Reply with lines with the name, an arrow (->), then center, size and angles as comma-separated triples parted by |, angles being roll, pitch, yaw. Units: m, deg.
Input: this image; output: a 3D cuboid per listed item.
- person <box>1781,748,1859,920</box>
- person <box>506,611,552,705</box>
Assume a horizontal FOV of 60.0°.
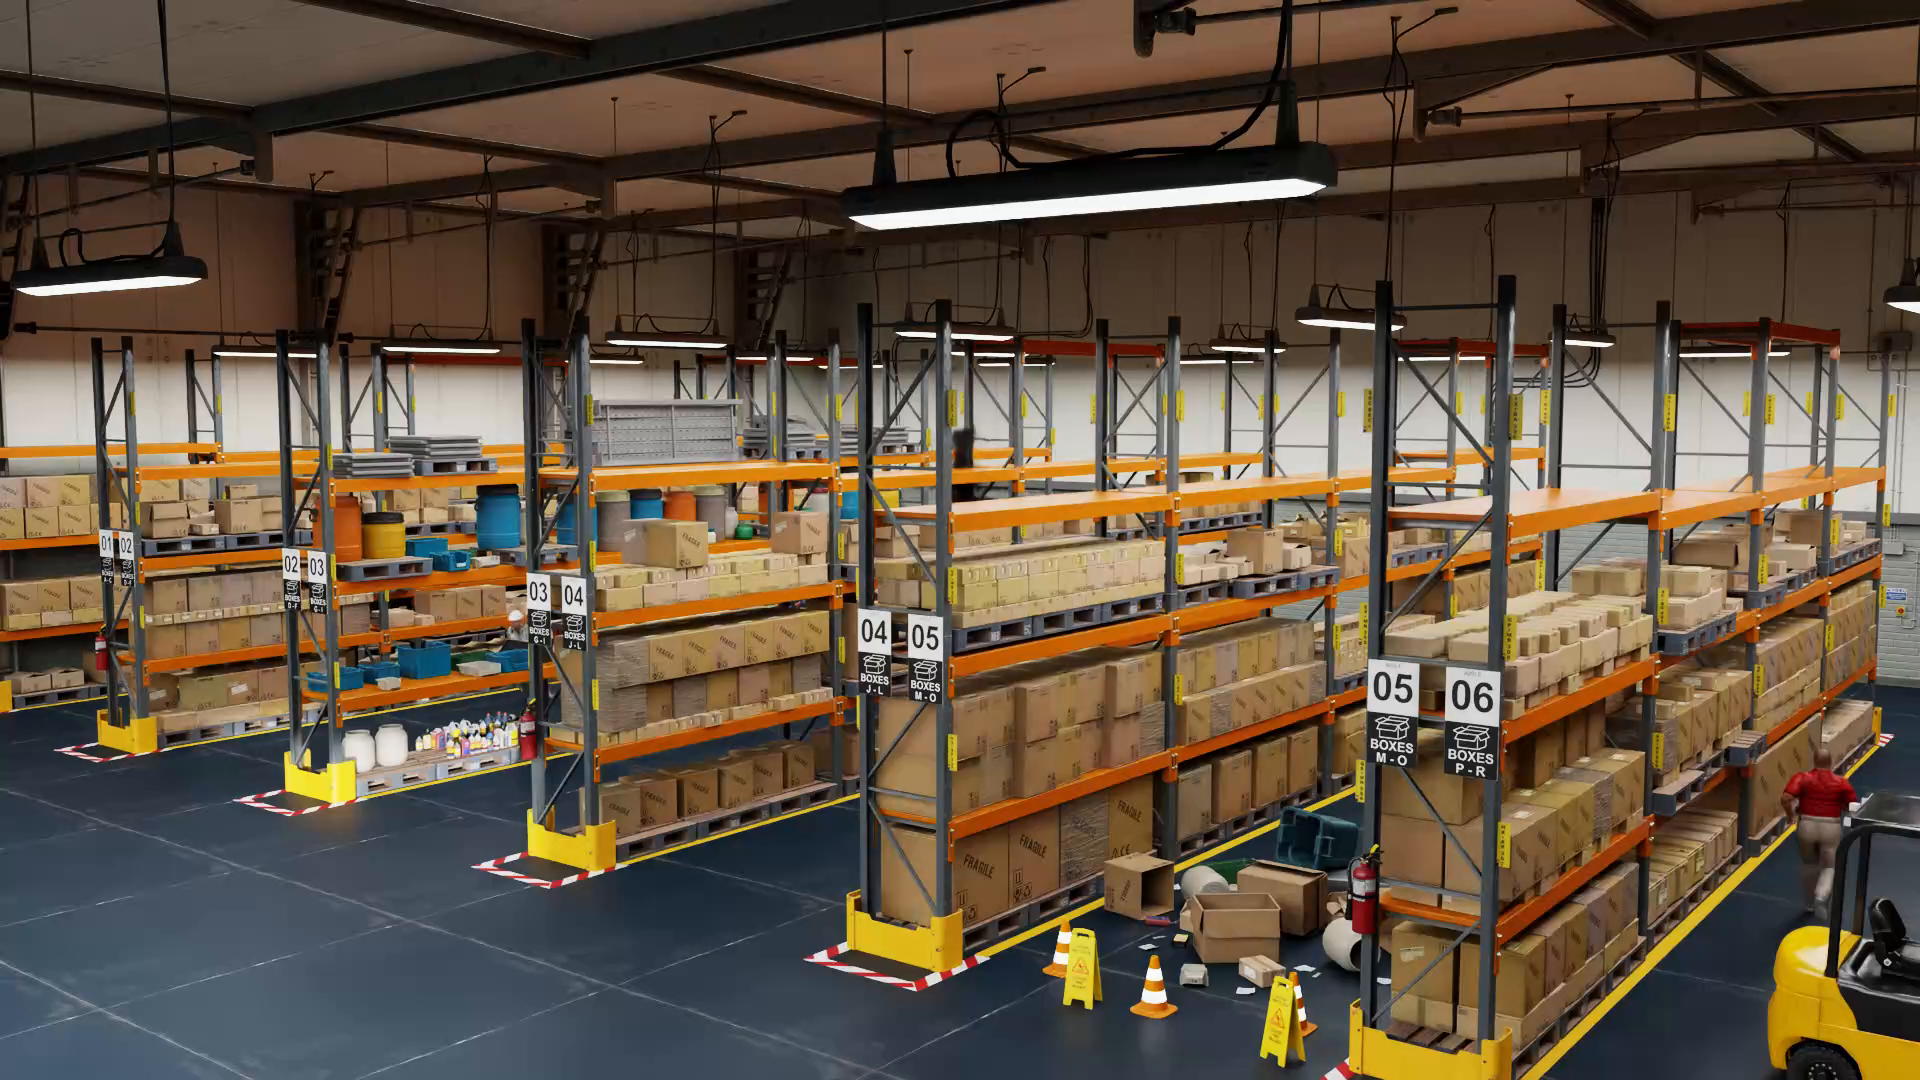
person -> 8.464, 2.882, 16.370 | 0.661, 1.695, 0.926 | 4, 6, 36
person -> -7.192, 1.948, 27.648 | 0.626, 1.625, 0.892 | 0, 5, 6
